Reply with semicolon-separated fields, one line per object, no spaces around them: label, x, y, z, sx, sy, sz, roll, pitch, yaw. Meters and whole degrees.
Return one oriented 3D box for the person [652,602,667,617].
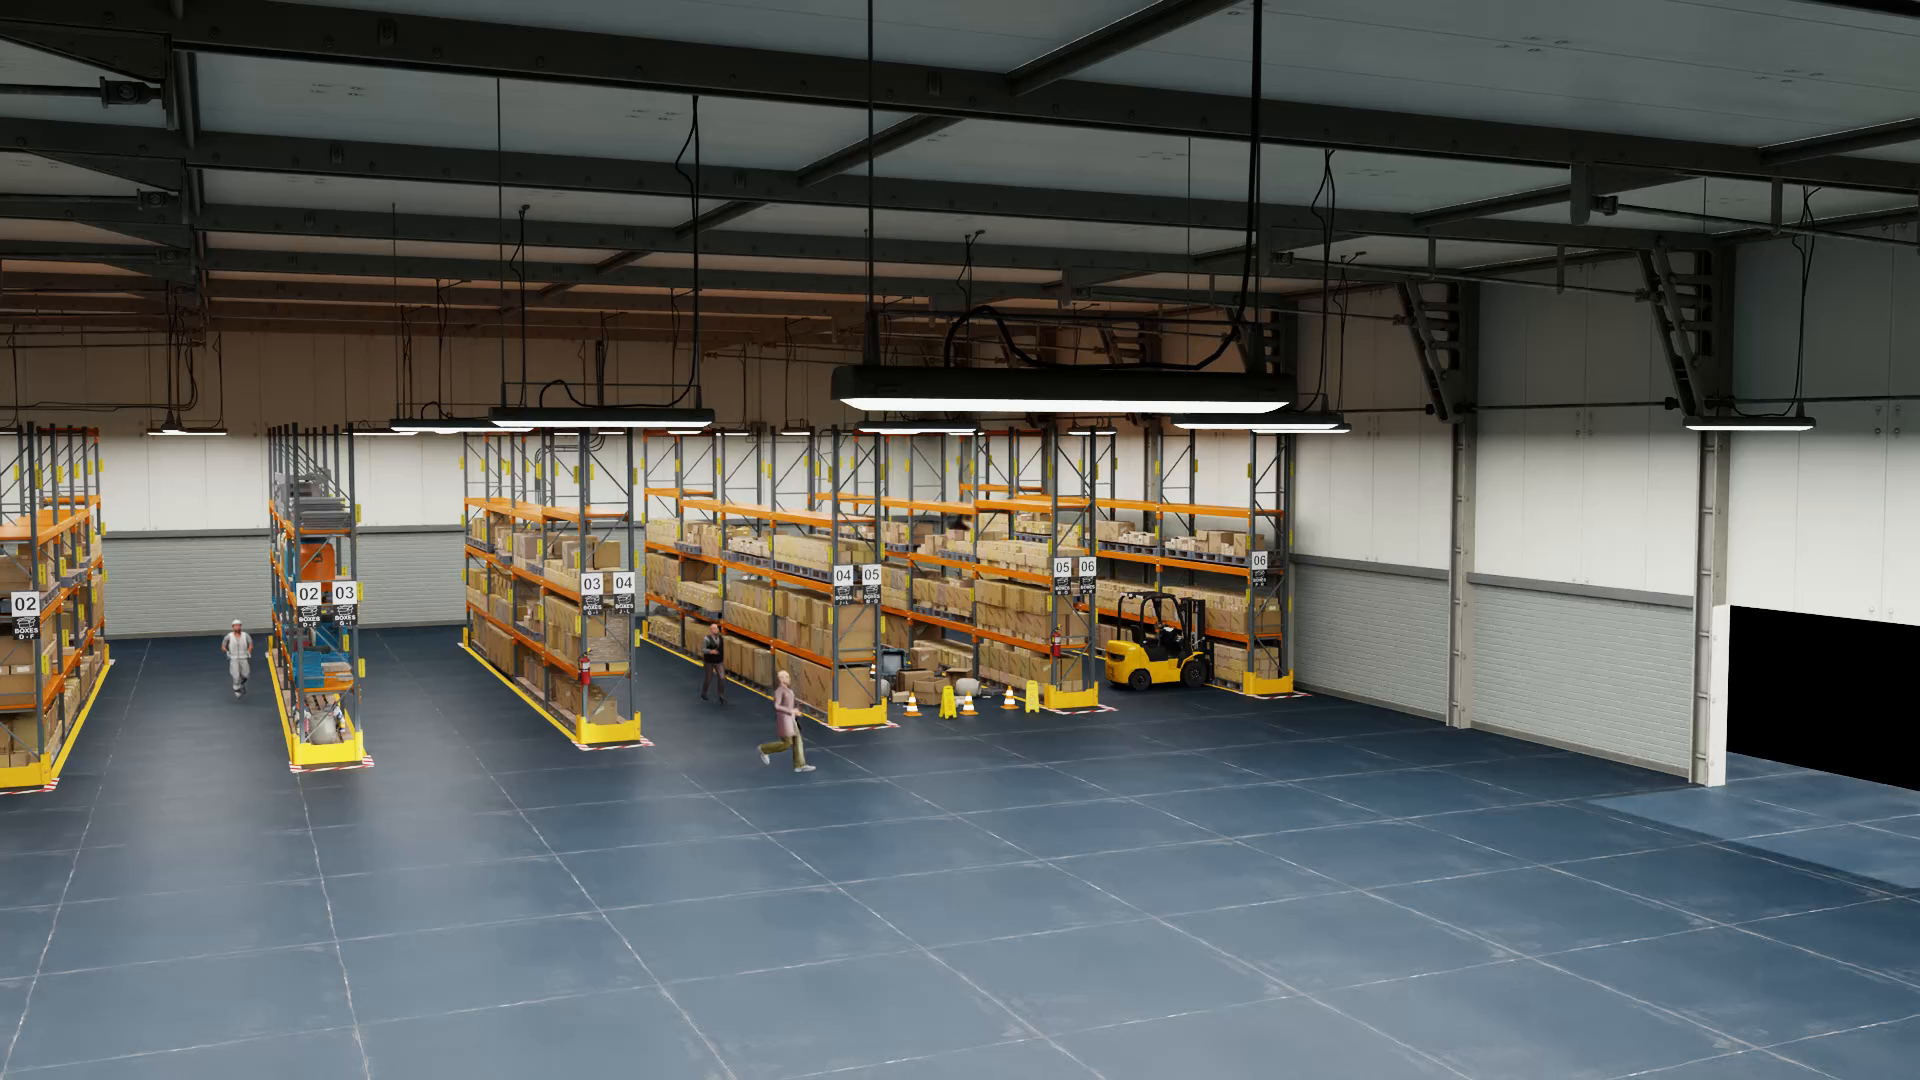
person;-8.904;1.884;49.265;0.909;1.717;0.676;0;3;4

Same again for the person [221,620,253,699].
person;-15.838;2.621;36.485;0.646;1.735;0.614;-2;4;-30

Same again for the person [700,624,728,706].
person;-5.328;2.665;35.832;0.610;1.754;0.889;-2;4;-31

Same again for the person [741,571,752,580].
person;-6.382;1.763;50.437;0.894;1.834;0.692;-1;4;-9

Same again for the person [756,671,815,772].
person;-2.976;3.216;28.532;1.014;1.544;0.724;1;4;10
